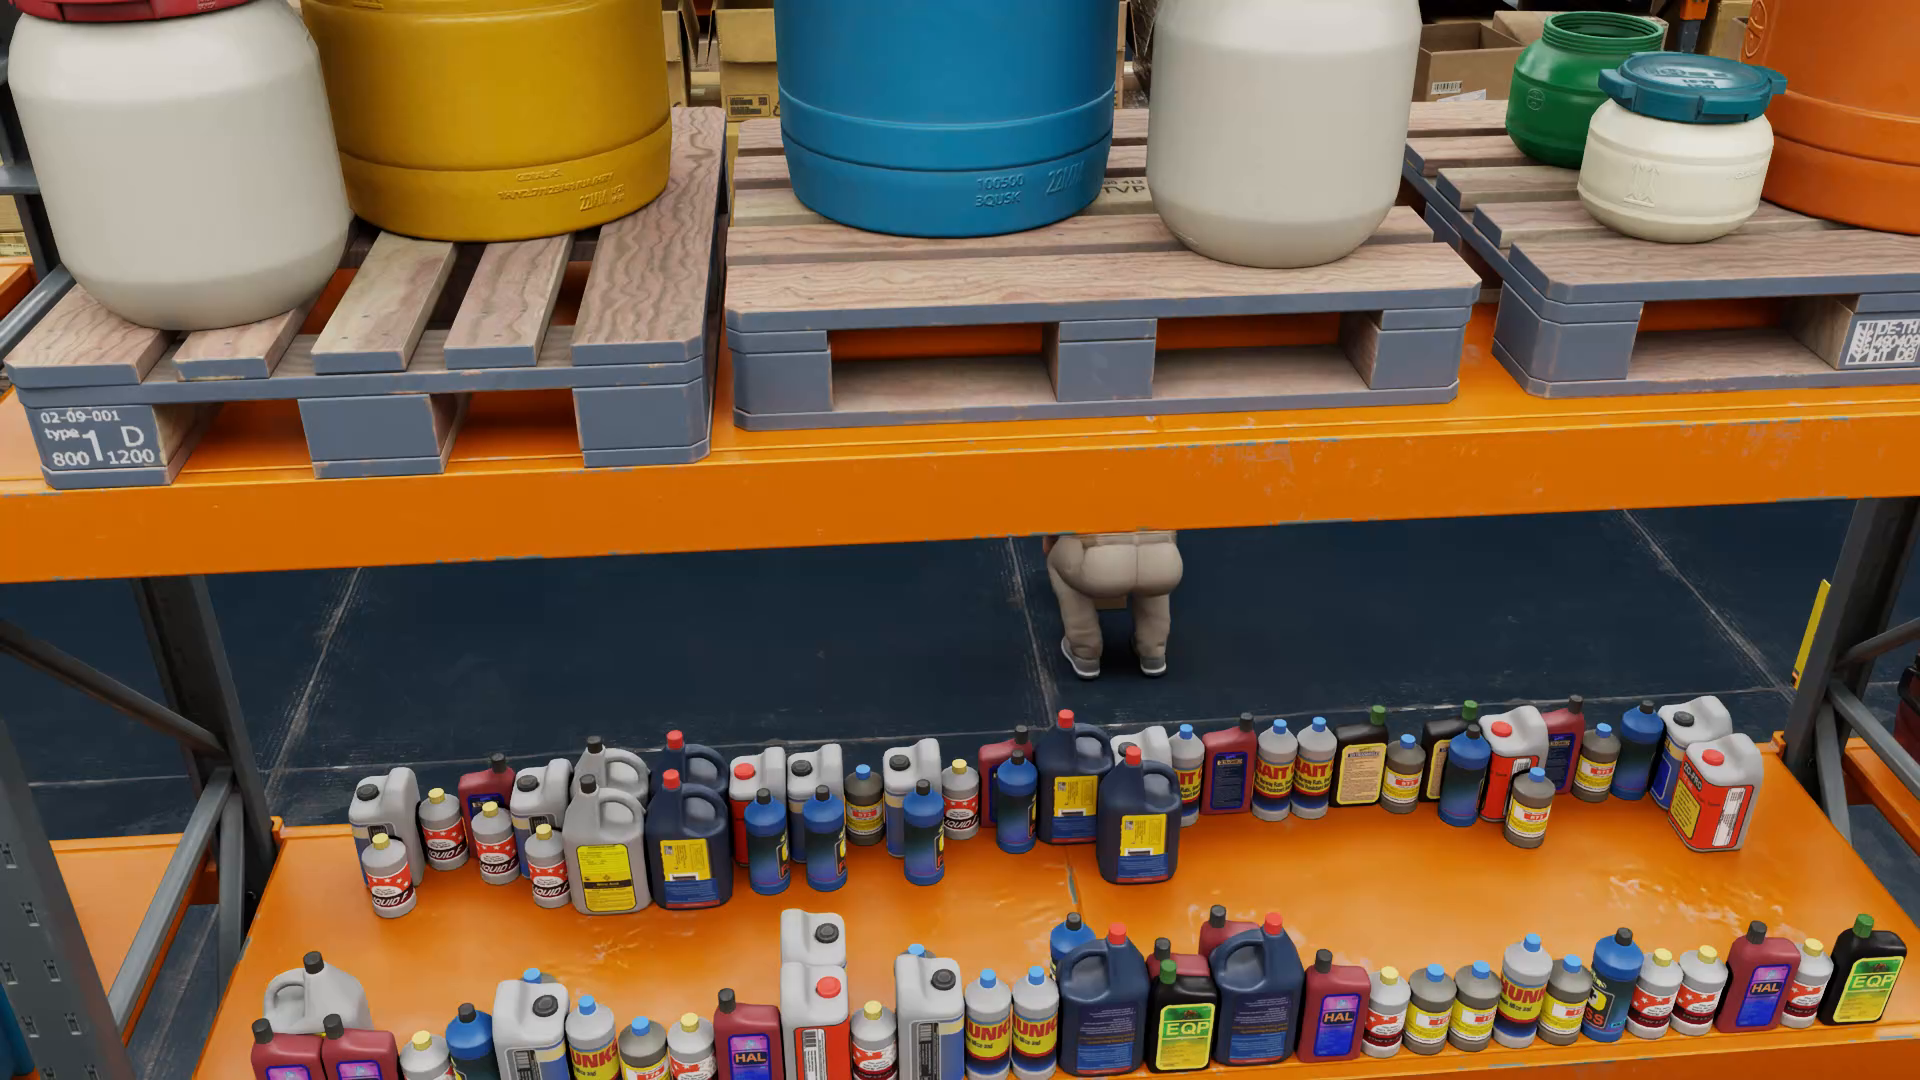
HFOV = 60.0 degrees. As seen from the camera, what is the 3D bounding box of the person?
[{"bbox_3d":[0.602,-0.031,6.830,0.576,1.086,0.774,-3,31,-5],"label":"person"}]
